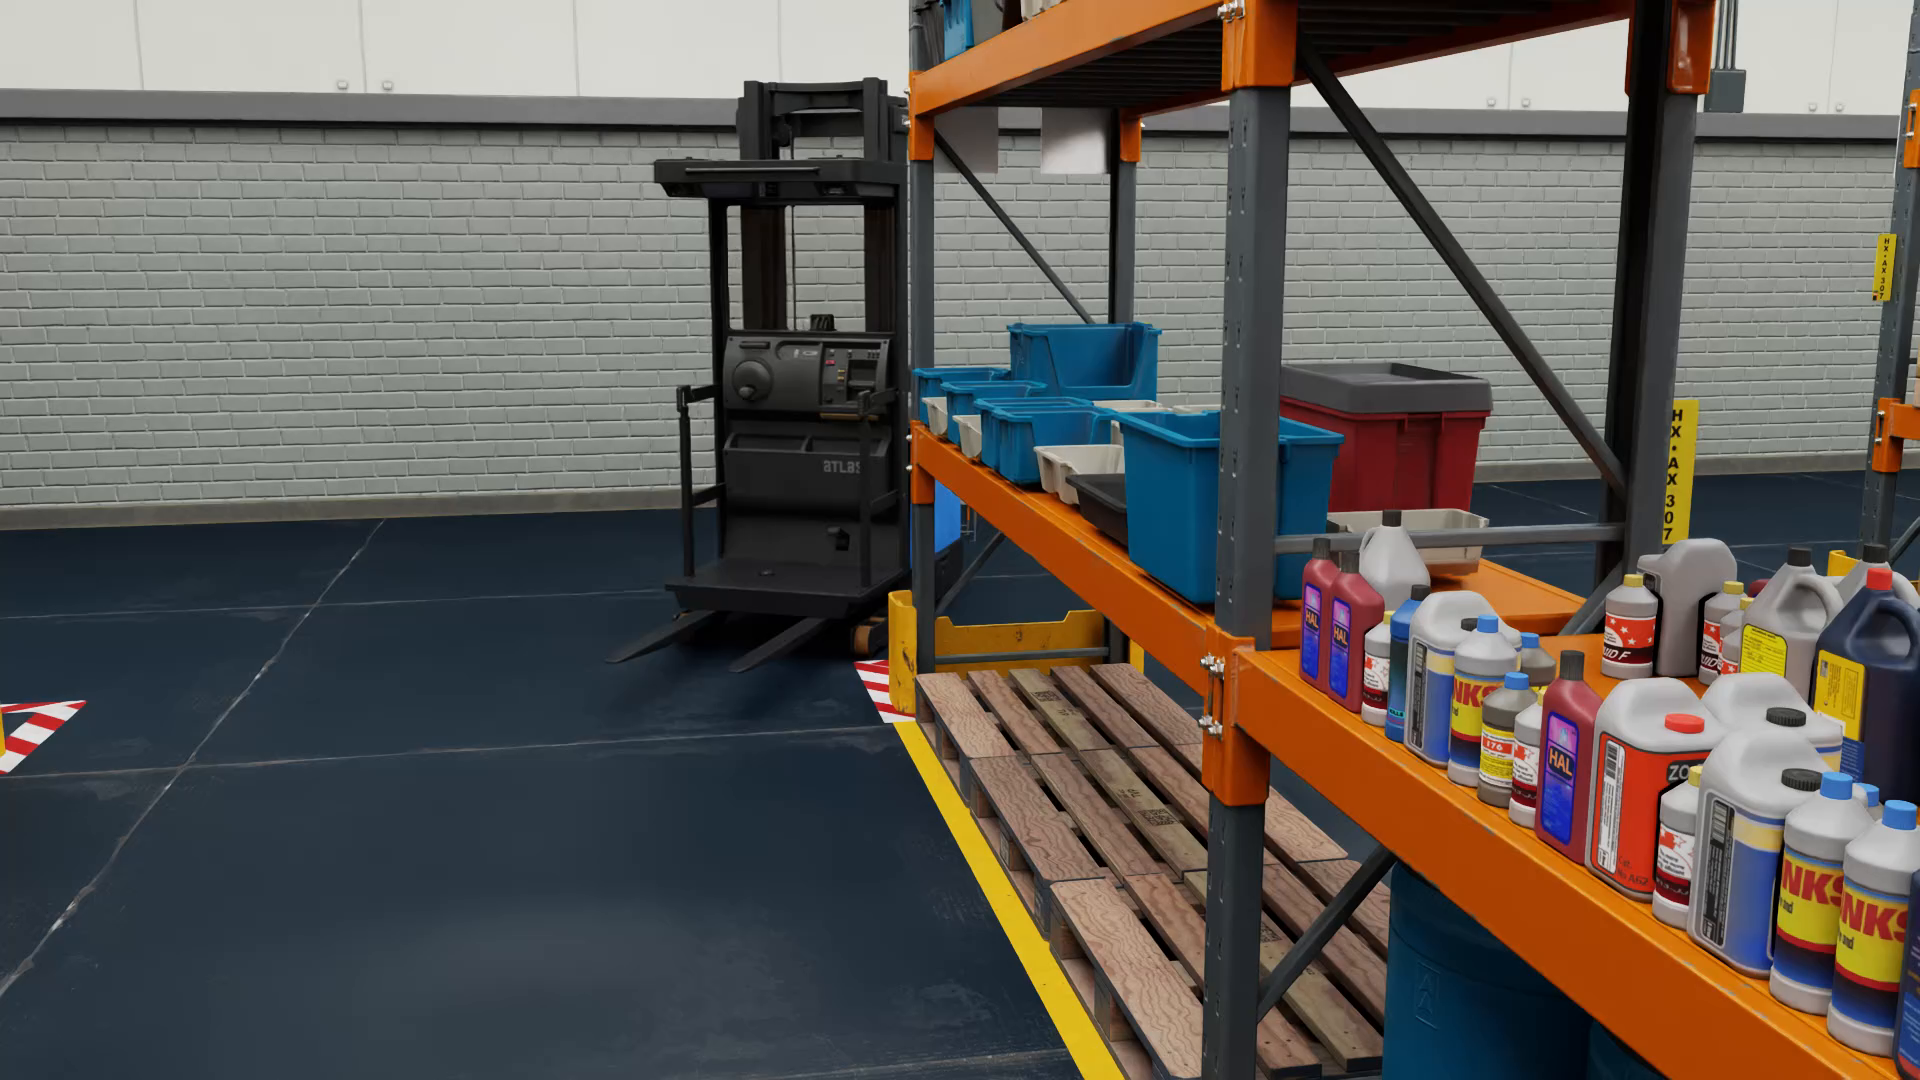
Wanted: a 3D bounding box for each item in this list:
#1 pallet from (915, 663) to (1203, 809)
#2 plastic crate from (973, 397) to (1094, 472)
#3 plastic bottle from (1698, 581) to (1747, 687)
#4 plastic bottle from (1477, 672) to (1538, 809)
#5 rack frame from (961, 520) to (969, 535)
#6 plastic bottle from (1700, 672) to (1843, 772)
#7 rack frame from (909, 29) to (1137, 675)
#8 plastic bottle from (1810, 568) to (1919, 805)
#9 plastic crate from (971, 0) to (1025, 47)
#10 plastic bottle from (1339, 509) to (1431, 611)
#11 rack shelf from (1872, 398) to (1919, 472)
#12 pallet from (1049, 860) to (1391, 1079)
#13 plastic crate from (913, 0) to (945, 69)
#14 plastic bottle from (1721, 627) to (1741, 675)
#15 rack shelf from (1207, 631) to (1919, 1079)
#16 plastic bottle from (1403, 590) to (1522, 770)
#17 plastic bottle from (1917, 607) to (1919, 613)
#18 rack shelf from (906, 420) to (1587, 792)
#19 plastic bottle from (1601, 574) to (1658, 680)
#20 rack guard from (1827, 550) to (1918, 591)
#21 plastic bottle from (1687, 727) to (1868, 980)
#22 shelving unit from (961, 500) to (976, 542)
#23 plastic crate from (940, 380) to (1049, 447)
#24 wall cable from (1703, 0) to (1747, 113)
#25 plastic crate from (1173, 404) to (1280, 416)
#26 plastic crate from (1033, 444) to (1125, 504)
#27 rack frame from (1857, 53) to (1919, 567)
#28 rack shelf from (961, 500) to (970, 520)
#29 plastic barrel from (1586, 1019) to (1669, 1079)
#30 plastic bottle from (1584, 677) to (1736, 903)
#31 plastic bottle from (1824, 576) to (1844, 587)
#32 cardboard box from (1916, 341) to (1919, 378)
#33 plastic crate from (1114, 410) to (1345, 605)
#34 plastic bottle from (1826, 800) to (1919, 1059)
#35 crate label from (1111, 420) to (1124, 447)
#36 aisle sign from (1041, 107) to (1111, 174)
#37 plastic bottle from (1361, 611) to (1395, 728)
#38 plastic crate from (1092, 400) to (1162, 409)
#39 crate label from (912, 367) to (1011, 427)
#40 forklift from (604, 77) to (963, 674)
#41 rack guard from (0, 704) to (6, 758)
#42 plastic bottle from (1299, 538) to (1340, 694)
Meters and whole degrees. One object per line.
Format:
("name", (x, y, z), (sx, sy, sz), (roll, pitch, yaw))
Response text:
("pallet", (0.403, 0.793, 6.965), (1.003, 0.211, 1.213), (-2, 11, -11))
("plastic crate", (0.262, -0.378, 5.947), (0.416, 0.233, 0.300), (-2, 11, -11))
("plastic bottle", (1.502, 0.183, 3.246), (0.097, 0.201, 0.097), (0, 11, 0))
("plastic bottle", (0.861, 0.308, 2.588), (0.097, 0.201, 0.097), (0, 11, 0))
("rack frame", (-0.034, -0.548, 11.767), (0.200, 1.050, 0.008), (-2, 11, -11))
("plastic bottle", (1.104, 0.328, 2.281), (0.152, 0.276, 0.135), (-2, 11, -11))
("rack frame", (0.281, -0.729, 7.506), (1.000, 3.000, 0.127), (-2, 11, -11))
("plastic bottle", (1.453, 0.224, 2.628), (0.144, 0.351, 0.185), (-2, 11, -11))
("plastic crate", (0.308, -1.882, 5.707), (0.504, 0.338, 0.767), (-2, 11, -11))
("plastic bottle", (0.817, 0.112, 3.216), (0.144, 0.351, 0.185), (-2, 11, -11))
("rack shelf", (5.528, -0.189, 6.593), (1.077, 0.370, 4.000), (-2, 11, -11))
("pallet", (0.878, 1.241, 4.614), (1.003, 0.211, 1.213), (-2, 11, -11))
("plastic crate", (0.082, -2.058, 6.814), (0.497, 0.269, 0.590), (-2, 11, -11))
("plastic bottle", (1.405, 0.237, 2.959), (0.097, 0.201, 0.097), (0, 11, 0))
("rack shelf", (1.448, 0.724, 1.792), (1.077, 0.370, 4.000), (-2, 11, -11))
("plastic bottle", (0.846, 0.231, 2.792), (0.152, 0.276, 0.135), (-2, 11, -11))
("plastic bottle", (1.594, 0.219, 2.655), (0.144, 0.351, 0.185), (-2, 11, -11))
("rack shelf", (0.670, -0.009, 5.646), (1.077, 0.370, 4.000), (-2, 11, -11))
("plastic bottle", (1.334, 0.170, 3.311), (0.097, 0.201, 0.097), (0, 11, 0))
("rack guard", (5.134, 0.314, 8.709), (1.175, 0.500, 0.348), (-2, 11, -11))
("plastic bottle", (1.000, 0.376, 2.029), (0.152, 0.276, 0.135), (-2, 11, -11))
("shelving unit", (-0.010, -0.526, 11.650), (0.215, 1.050, 0.252), (-2, 11, -11))
("plastic crate", (0.134, -0.499, 6.581), (0.416, 0.233, 0.300), (-2, 11, -11))
("wall cable", (7.420, -6.599, 13.698), (2.277, 5.999, 0.120), (-2, 11, -11))
("plastic crate", (0.942, -0.254, 5.164), (0.437, 0.282, 0.530), (-2, 11, -11))
("plastic crate", (0.425, -0.204, 5.291), (0.293, 0.136, 0.466), (-2, 11, -11))
("rack frame", (5.139, -0.909, 8.453), (1.000, 3.000, 0.127), (-2, 11, -11))
("rack shelf", (-0.010, -0.242, 11.704), (0.215, 0.259, 0.240), (-2, 11, -11))
("plastic barrel", (1.286, 1.059, 2.599), (0.600, 0.901, 0.708), (-2, 11, -11))
("plastic bottle", (0.955, 0.334, 2.252), (0.152, 0.276, 0.135), (-2, 11, -11))
("plastic bottle", (1.524, 0.193, 2.993), (0.152, 0.276, 0.135), (-2, 11, -11))
("cardboard box", (4.968, -0.884, 7.925), (0.500, 0.250, 0.500), (-2, 11, -13))
("plastic crate", (0.633, -0.091, 4.032), (0.392, 0.384, 0.575), (-2, 11, -11))
("plastic bottle", (1.015, 0.419, 1.818), (0.097, 0.271, 0.097), (0, 11, 0))
("crate label", (0.737, -0.382, 6.228), (0.396, 0.136, 0.243), (-2, 11, -11))
("aisle sign", (0.554, -2.030, 7.388), (0.394, 0.787, 0.004), (-2, 11, -11))
("plastic bottle", (0.778, 0.230, 2.999), (0.097, 0.201, 0.097), (0, 11, 0))
("plastic crate", (0.617, -0.486, 6.774), (0.396, 0.136, 0.243), (-2, 11, -11))
("crate label", (0.006, -0.619, 7.215), (0.416, 0.233, 0.303), (-2, 11, -11))
("forklift", (-0.883, -0.921, 8.694), (1.130, 2.935, 3.031), (3, 11, 16))
("rack guard", (-4.564, 0.692, 6.724), (1.175, 0.500, 0.348), (-2, 11, -11))
("plastic bottle", (0.712, 0.144, 3.228), (0.061, 0.283, 0.133), (-2, 11, -11))
